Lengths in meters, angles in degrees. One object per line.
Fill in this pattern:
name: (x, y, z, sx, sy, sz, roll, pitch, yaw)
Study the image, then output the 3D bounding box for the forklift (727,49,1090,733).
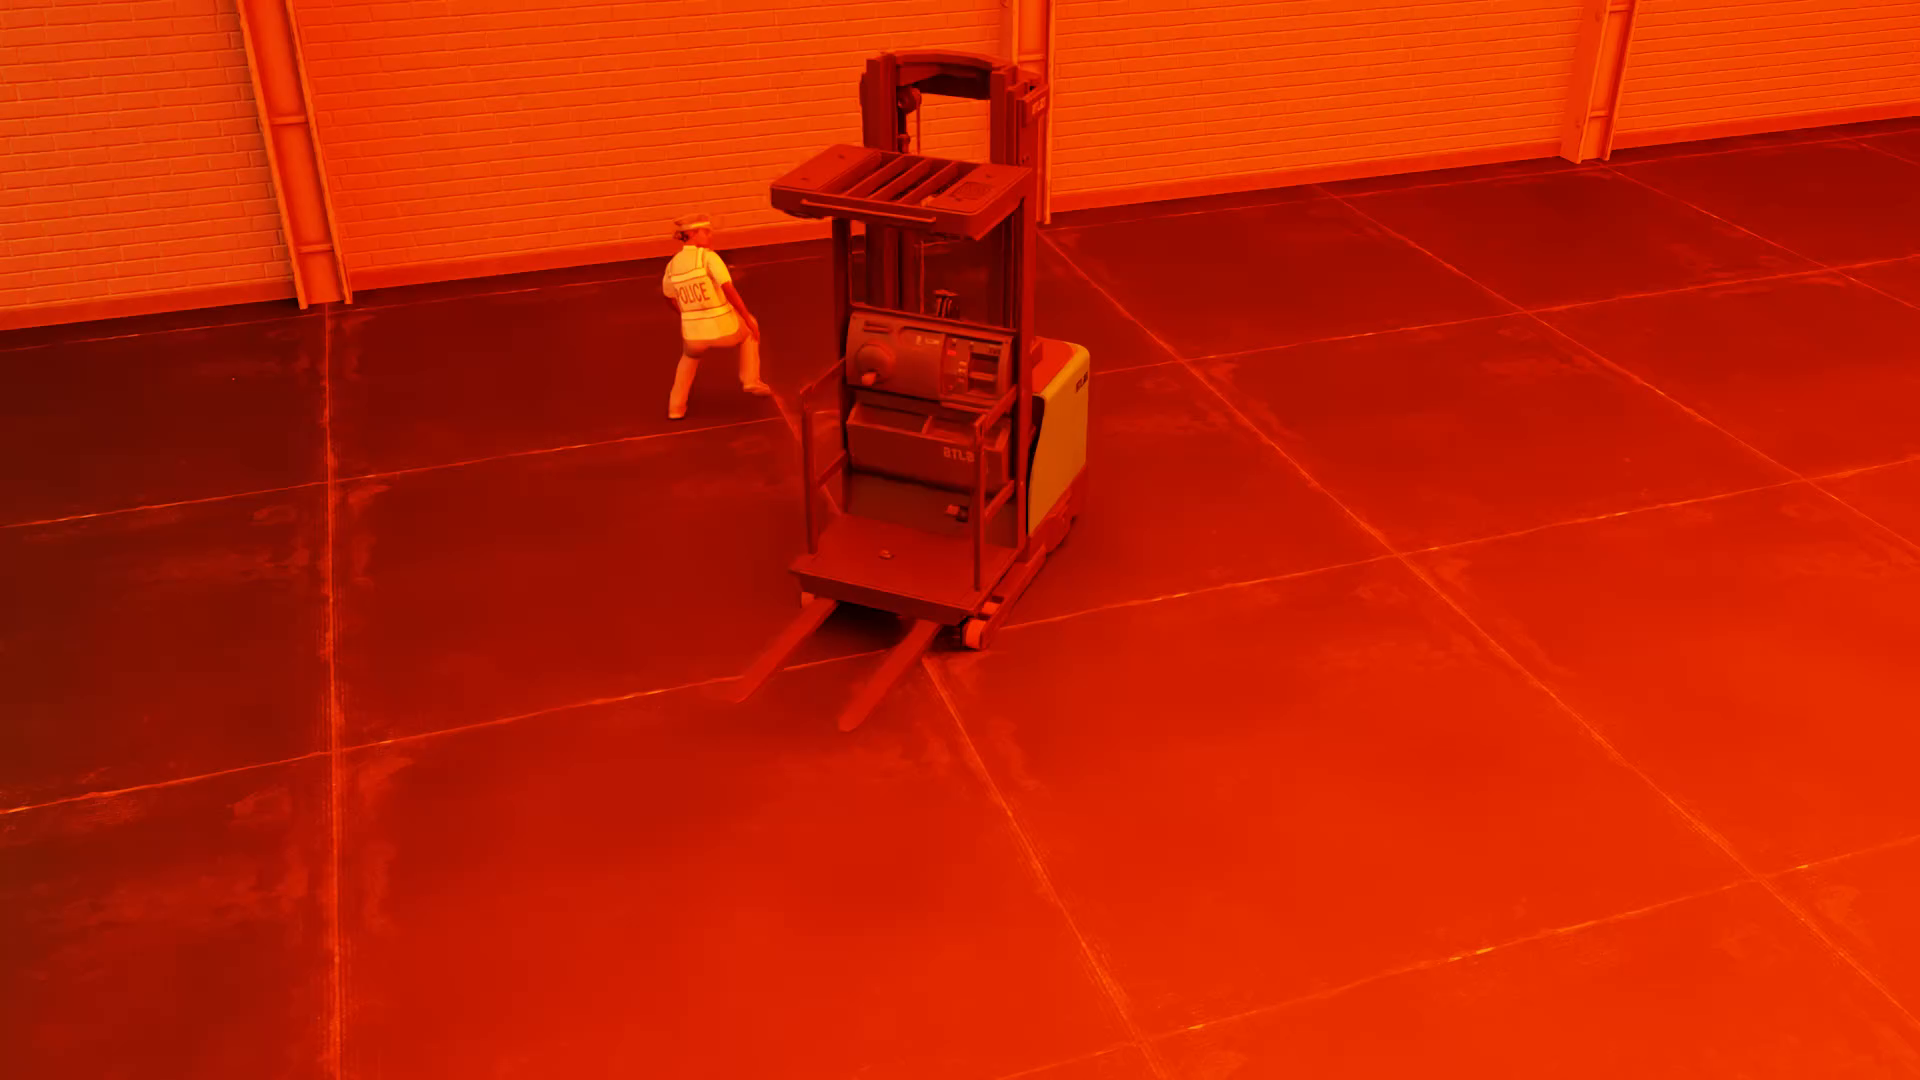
forklift: (-0.253, -0.916, 8.679, 1.130, 2.935, 3.031, 12, 32, 20)

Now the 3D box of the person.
person: (-1.660, -1.504, 11.242, 0.723, 1.457, 0.652, 5, 30, 9)
